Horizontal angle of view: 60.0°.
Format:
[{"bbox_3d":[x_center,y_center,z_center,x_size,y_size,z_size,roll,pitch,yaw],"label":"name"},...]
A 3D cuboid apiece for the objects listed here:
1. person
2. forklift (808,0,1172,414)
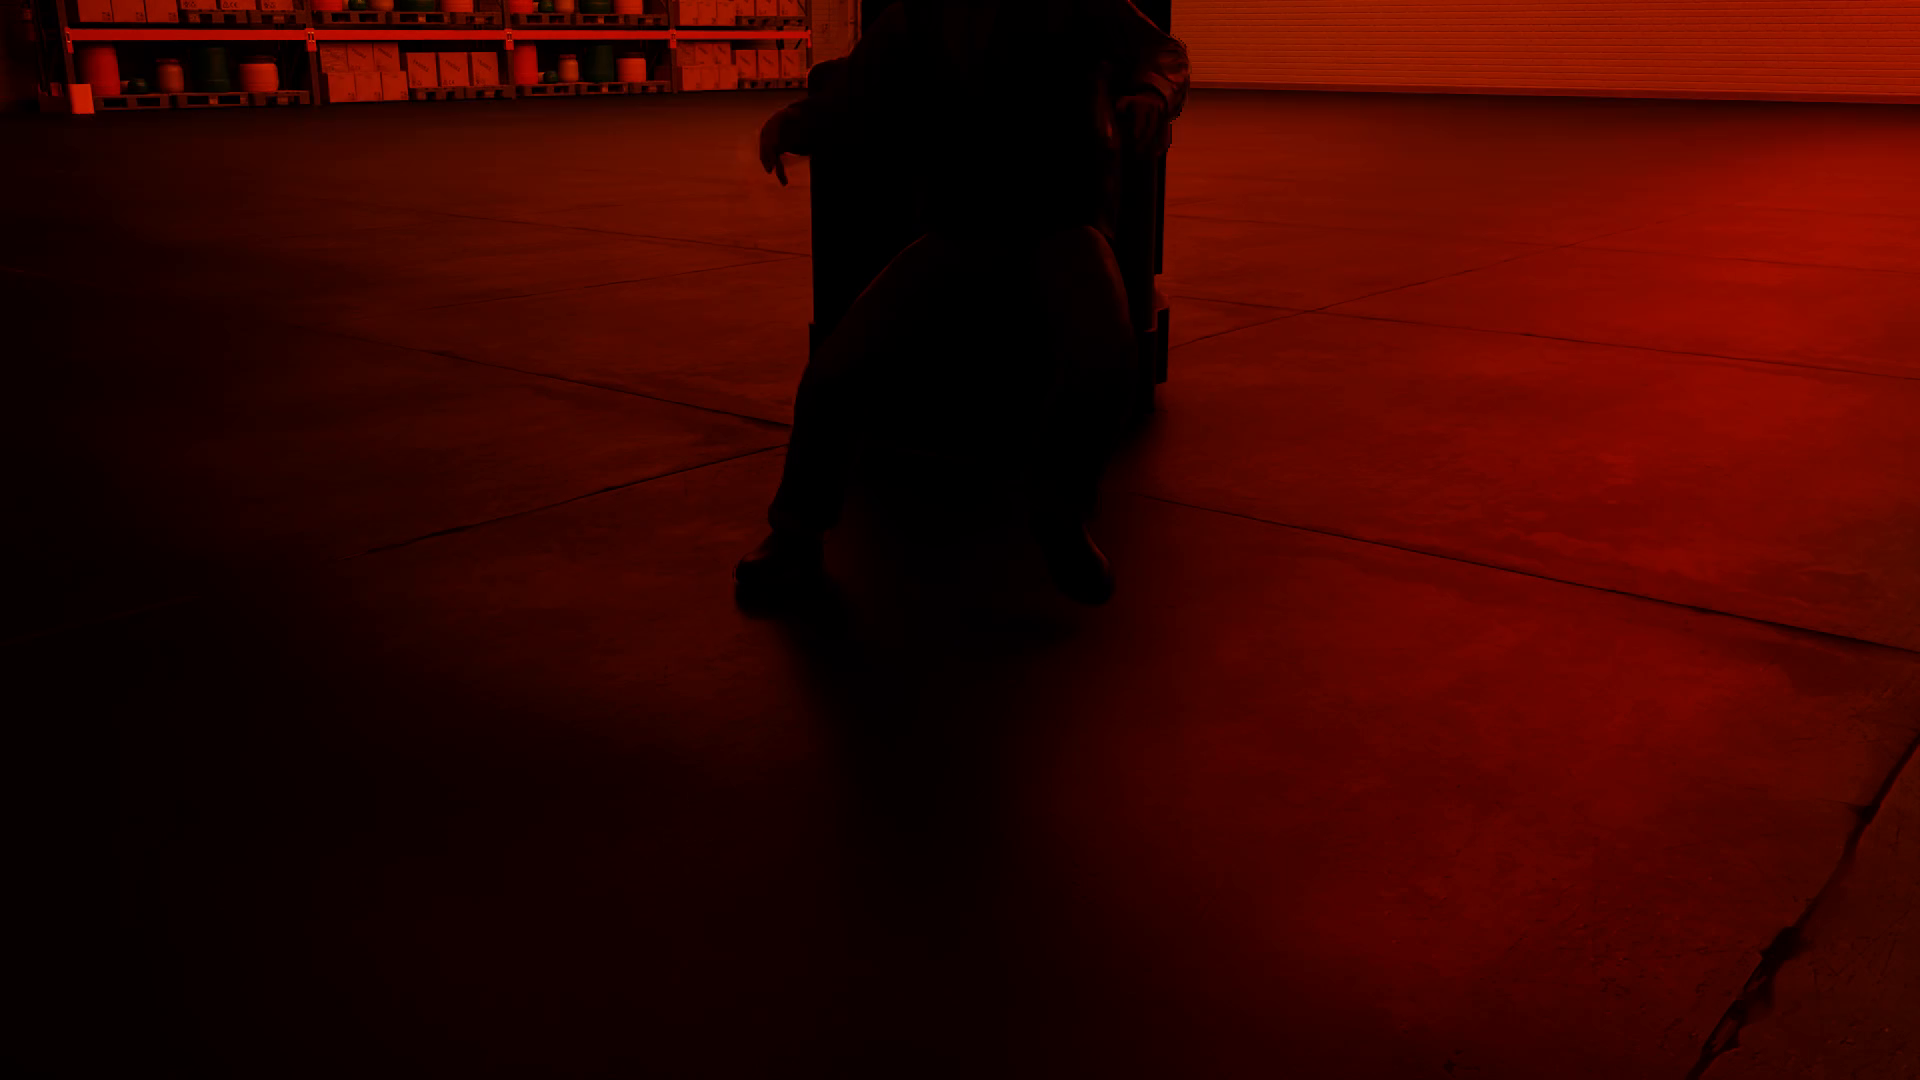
[{"bbox_3d":[0.010,-0.628,3.398,0.949,1.522,0.770,7,18,23],"label":"person"},{"bbox_3d":[0.225,-2.159,6.009,1.130,2.935,3.031,2,17,6],"label":"forklift"}]
